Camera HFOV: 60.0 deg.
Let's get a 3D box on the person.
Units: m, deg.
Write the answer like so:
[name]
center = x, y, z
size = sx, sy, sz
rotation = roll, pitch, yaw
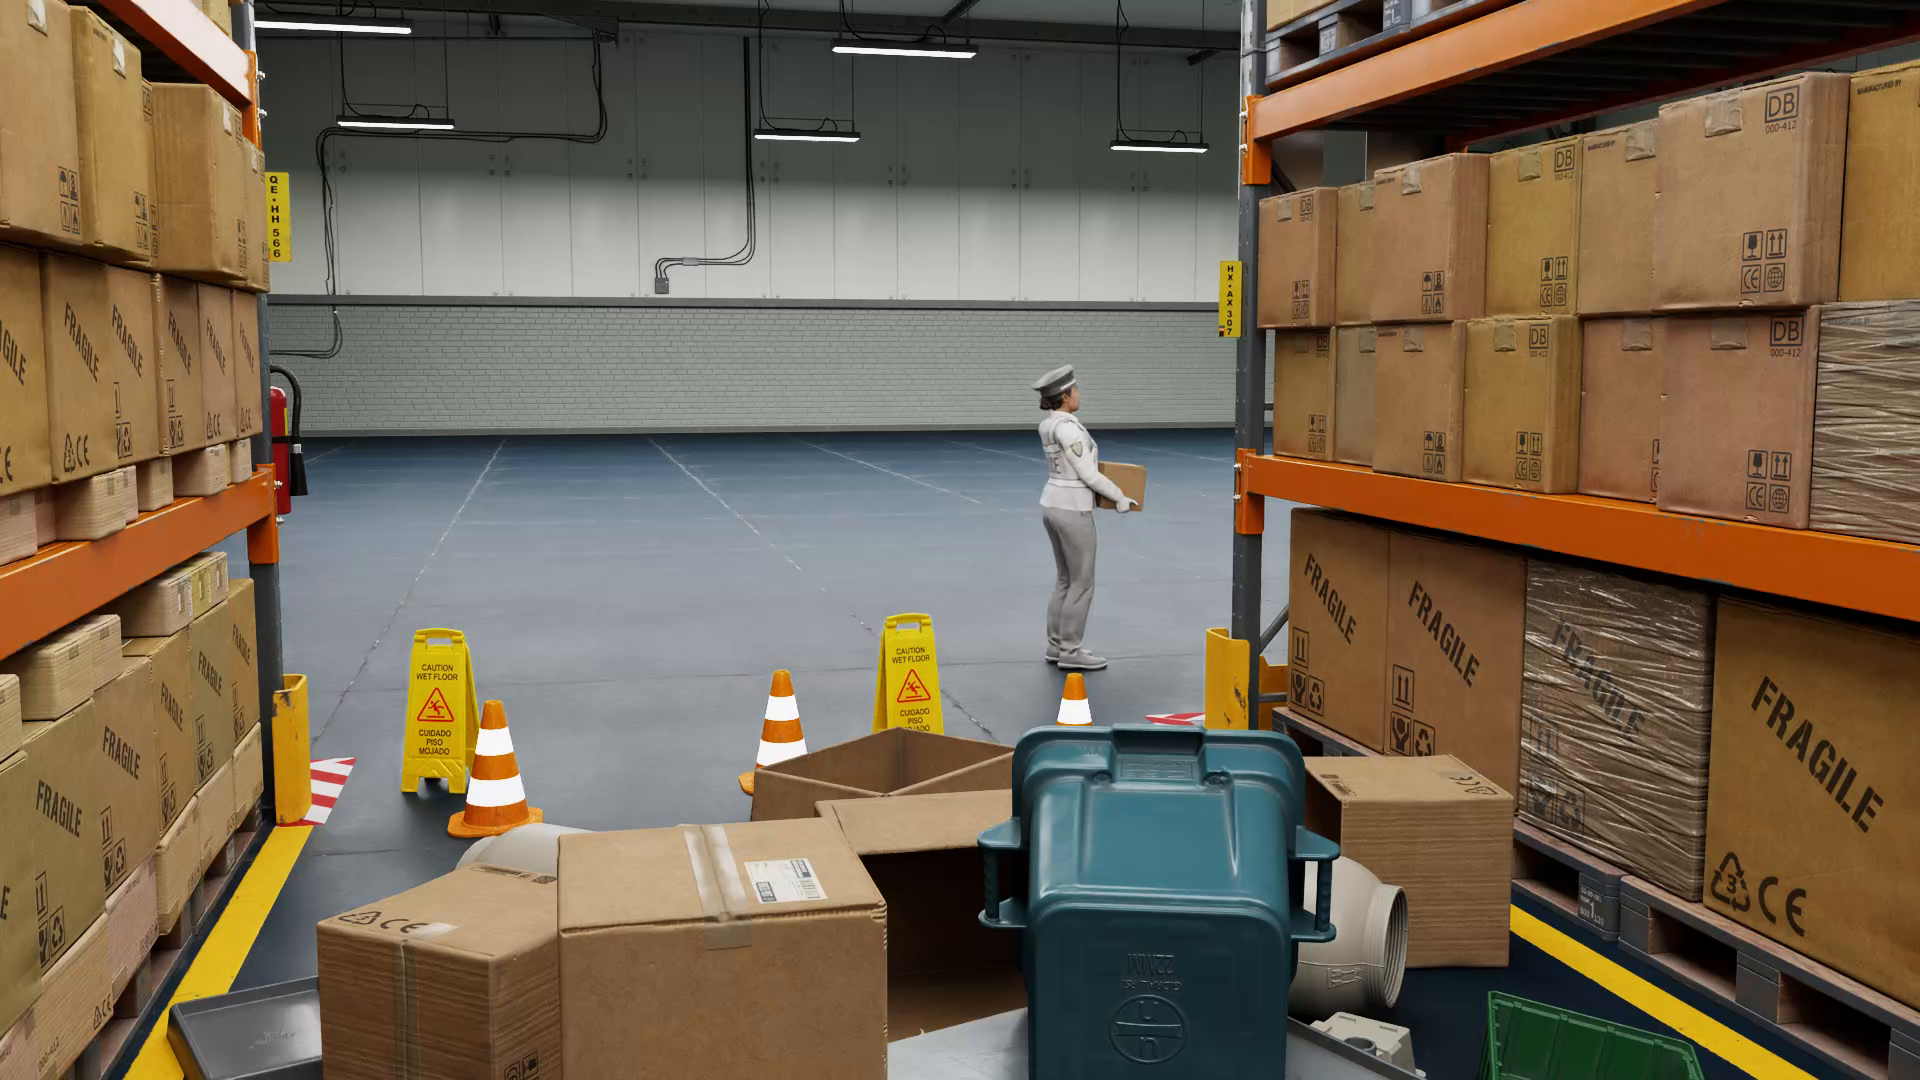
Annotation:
[person]
center = 0.682, -0.136, 9.305
size = 0.563, 1.686, 0.460
rotation = -2, 6, -14
